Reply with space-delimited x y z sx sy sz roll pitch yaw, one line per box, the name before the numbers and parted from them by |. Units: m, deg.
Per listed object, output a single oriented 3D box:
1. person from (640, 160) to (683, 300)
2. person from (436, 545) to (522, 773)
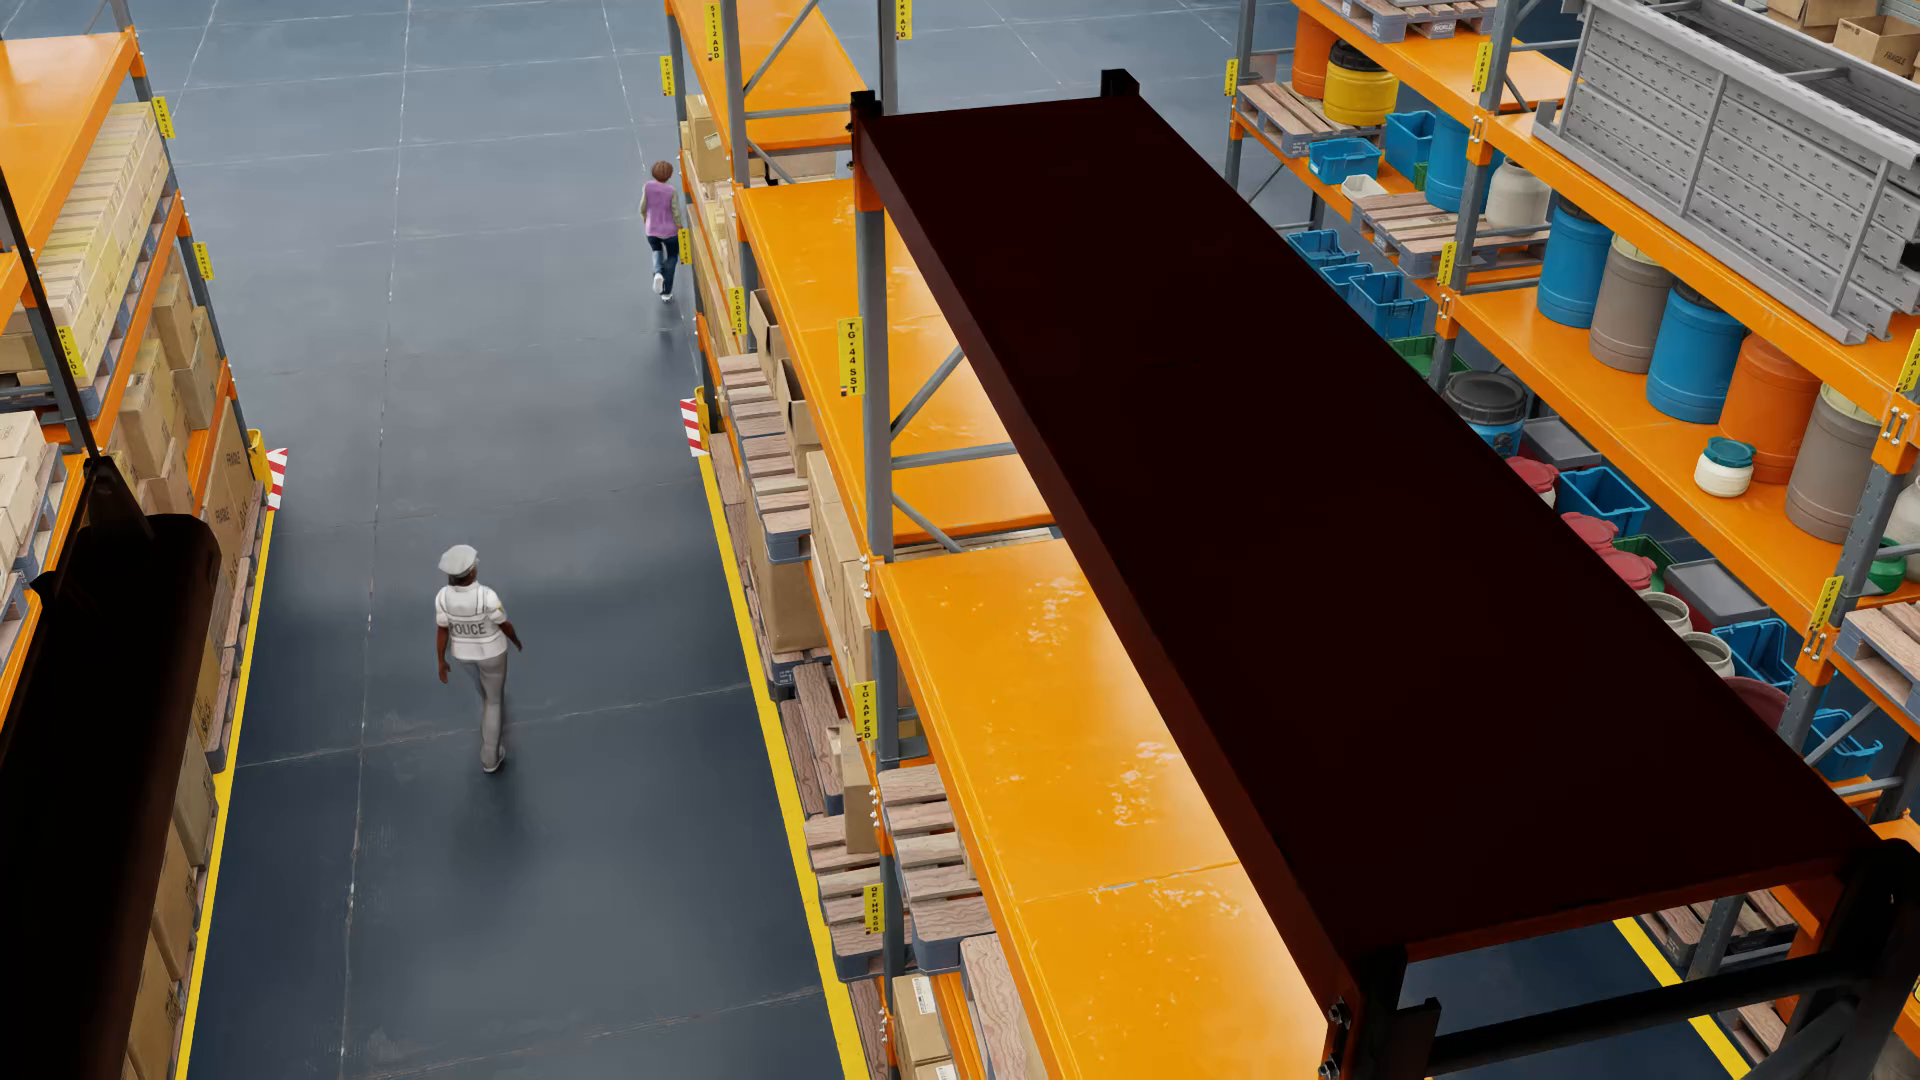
person | -3.109 -3.203 17.400 0.480 1.568 0.495 6 35 8
person | -3.318 0.707 11.587 0.496 1.631 0.958 5 35 8
